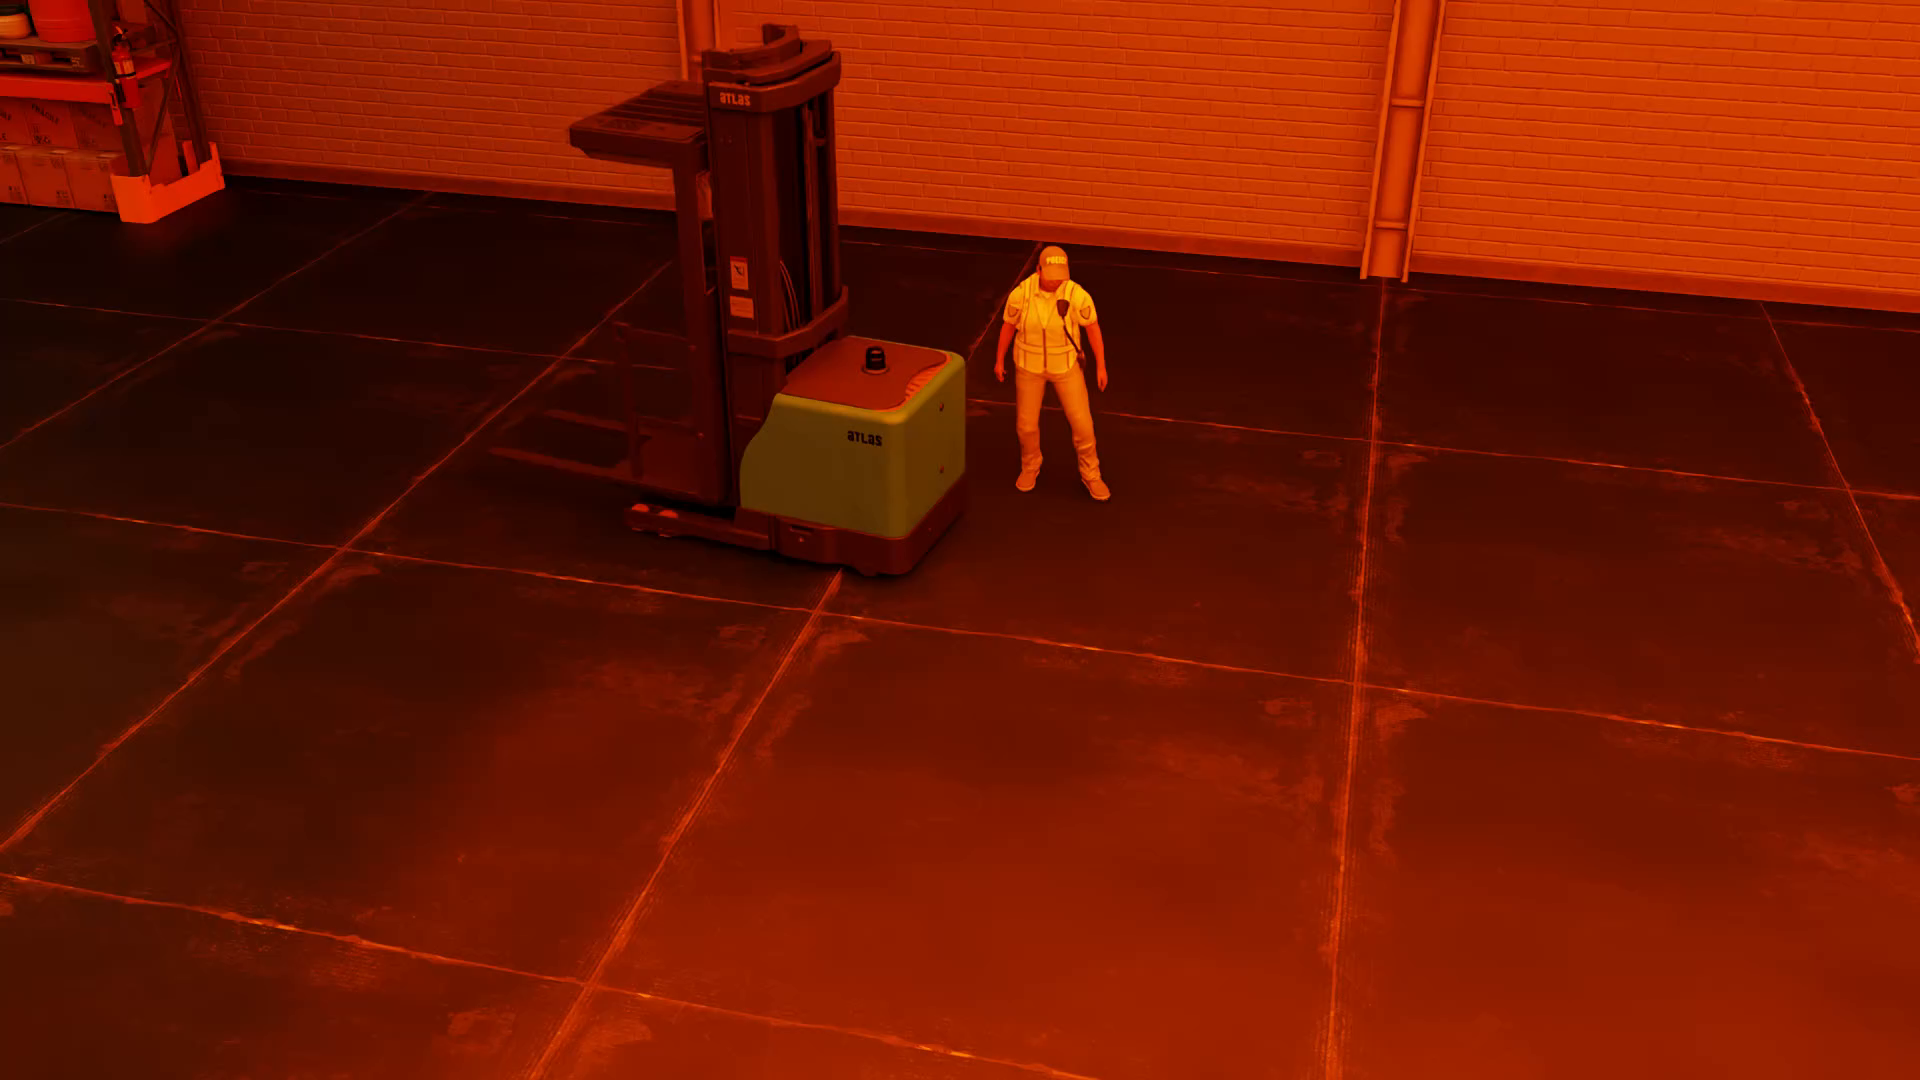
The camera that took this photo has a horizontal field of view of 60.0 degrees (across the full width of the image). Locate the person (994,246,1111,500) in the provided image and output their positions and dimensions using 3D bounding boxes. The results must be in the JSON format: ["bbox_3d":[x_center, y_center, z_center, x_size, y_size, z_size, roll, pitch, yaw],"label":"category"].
[{"bbox_3d":[0.590,-1.059,10.359,0.778,1.640,0.459,4,30,7],"label":"person"}]

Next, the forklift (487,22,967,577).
[{"bbox_3d":[-1.521,-1.518,9.850,3.031,2.935,1.130,12,32,19],"label":"forklift"}]
